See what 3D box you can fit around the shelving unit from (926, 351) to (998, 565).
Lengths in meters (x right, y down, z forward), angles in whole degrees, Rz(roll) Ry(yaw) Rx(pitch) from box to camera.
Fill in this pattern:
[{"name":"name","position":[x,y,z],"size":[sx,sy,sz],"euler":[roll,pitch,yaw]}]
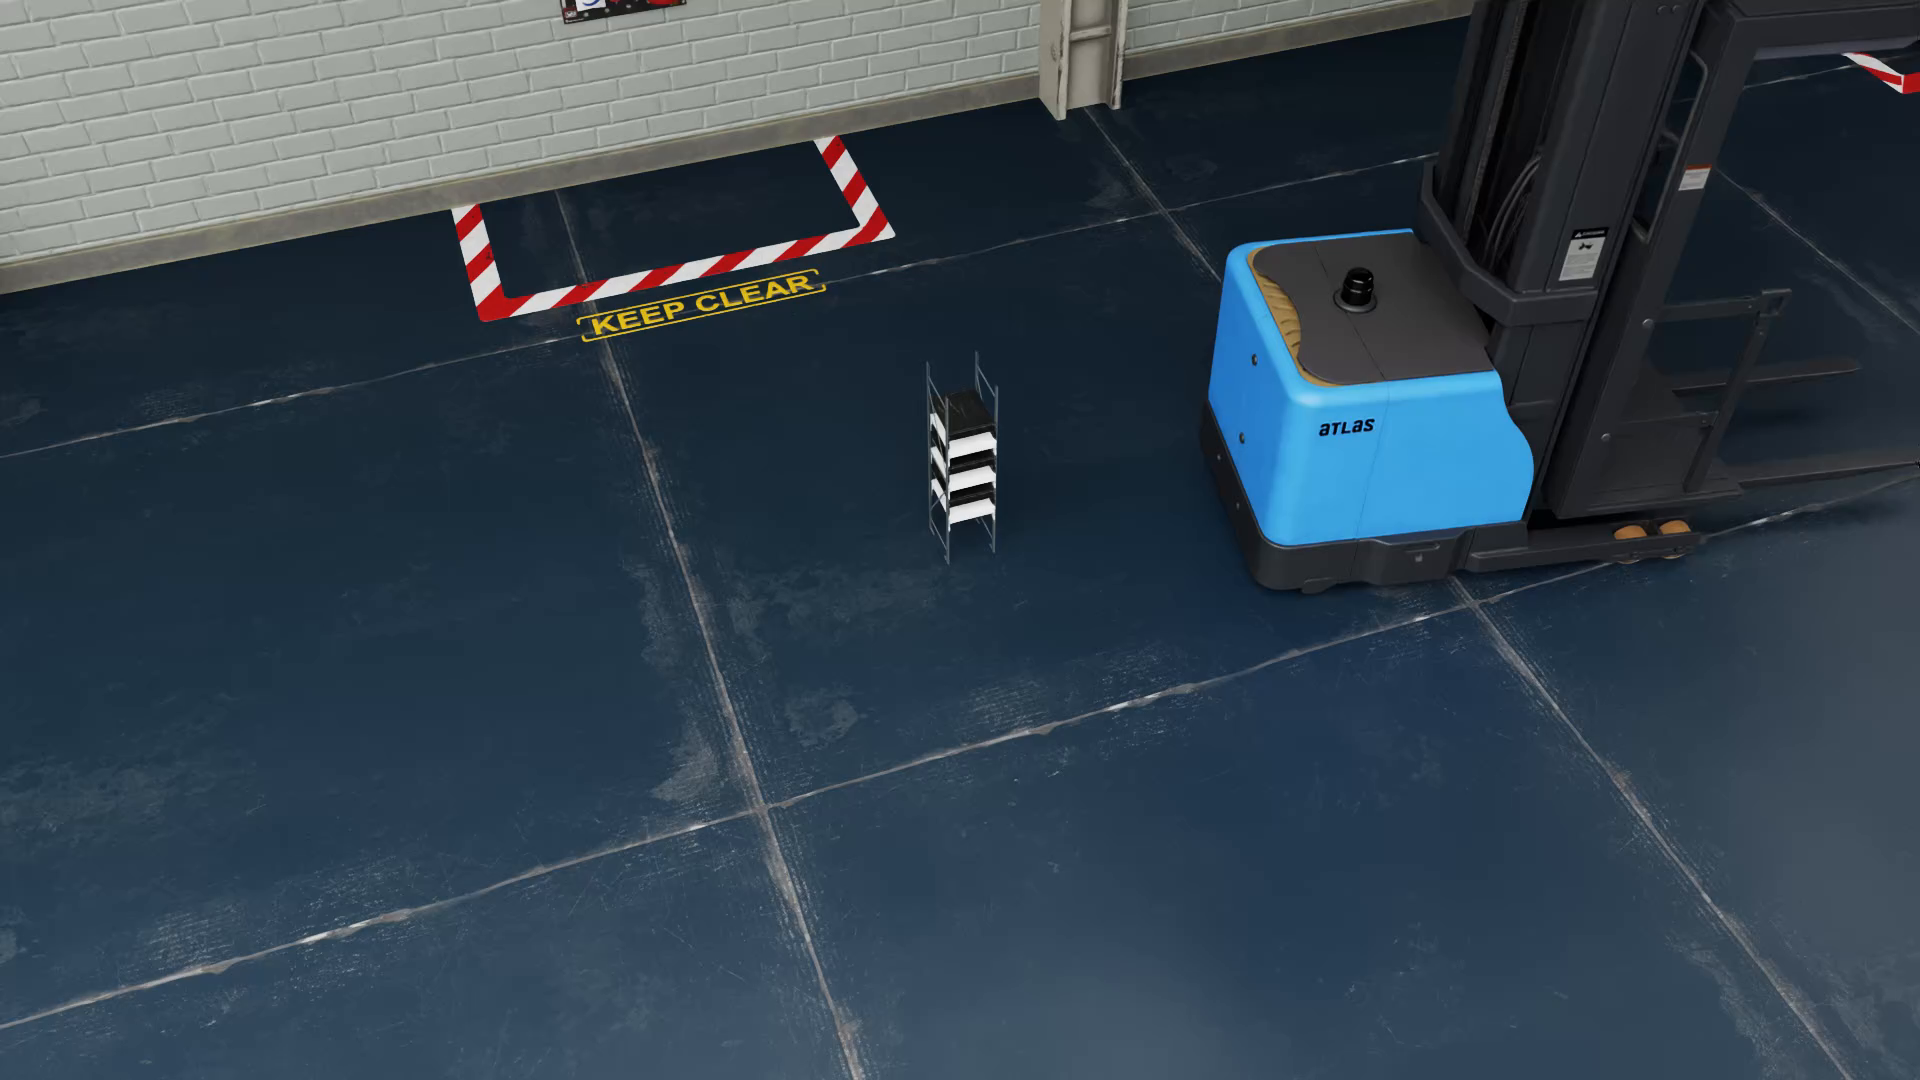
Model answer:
[{"name":"shelving unit","position":[0.008,-0.320,6.743],"size":[0.210,0.900,0.258],"euler":[-14,47,-14]}]

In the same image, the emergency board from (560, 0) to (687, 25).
[{"name":"emergency board","position":[-1.653,-3.019,7.951],"size":[0.643,1.169,0.194],"euler":[-14,47,-14]}]

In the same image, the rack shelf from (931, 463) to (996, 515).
[{"name":"rack shelf","position":[0.008,-0.233,6.830],"size":[0.200,0.077,0.258],"euler":[-14,47,-14]}]

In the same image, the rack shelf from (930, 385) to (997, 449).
[{"name":"rack shelf","position":[0.008,-0.487,6.575],"size":[0.200,0.077,0.258],"euler":[-14,47,-14]}]

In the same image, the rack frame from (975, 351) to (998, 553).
[{"name":"rack frame","position":[0.103,-0.344,6.767],"size":[0.006,0.900,0.240],"euler":[-14,47,-14]}]

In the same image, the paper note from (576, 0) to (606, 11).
[{"name":"paper note","position":[-1.843,-2.712,8.266],"size":[0.142,0.148,0.016],"euler":[-14,47,-14]}]

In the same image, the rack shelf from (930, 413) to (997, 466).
[{"name":"rack shelf","position":[0.008,-0.423,6.639],"size":[0.200,0.077,0.258],"euler":[-14,47,-14]}]

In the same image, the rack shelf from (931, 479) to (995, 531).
[{"name":"rack shelf","position":[0.008,-0.169,6.894],"size":[0.200,0.077,0.258],"euler":[-14,47,-14]}]

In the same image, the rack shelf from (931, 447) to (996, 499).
[{"name":"rack shelf","position":[0.008,-0.296,6.766],"size":[0.200,0.077,0.258],"euler":[-14,47,-14]}]

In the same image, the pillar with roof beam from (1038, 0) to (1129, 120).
[{"name":"pillar with roof beam","position":[2.146,-2.838,3.535],"size":[0.400,9.000,9.100],"euler":[-14,47,-14]}]

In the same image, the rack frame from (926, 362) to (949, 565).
[{"name":"rack frame","position":[-0.088,-0.295,6.718],"size":[0.006,0.900,0.240],"euler":[-14,47,-14]}]

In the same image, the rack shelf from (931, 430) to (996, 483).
[{"name":"rack shelf","position":[0.008,-0.360,6.702],"size":[0.200,0.077,0.258],"euler":[-14,47,-14]}]

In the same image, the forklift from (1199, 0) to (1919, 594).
[{"name":"forklift","position":[2.629,-1.300,6.286],"size":[3.031,2.935,1.130],"euler":[-6,45,-6]}]
